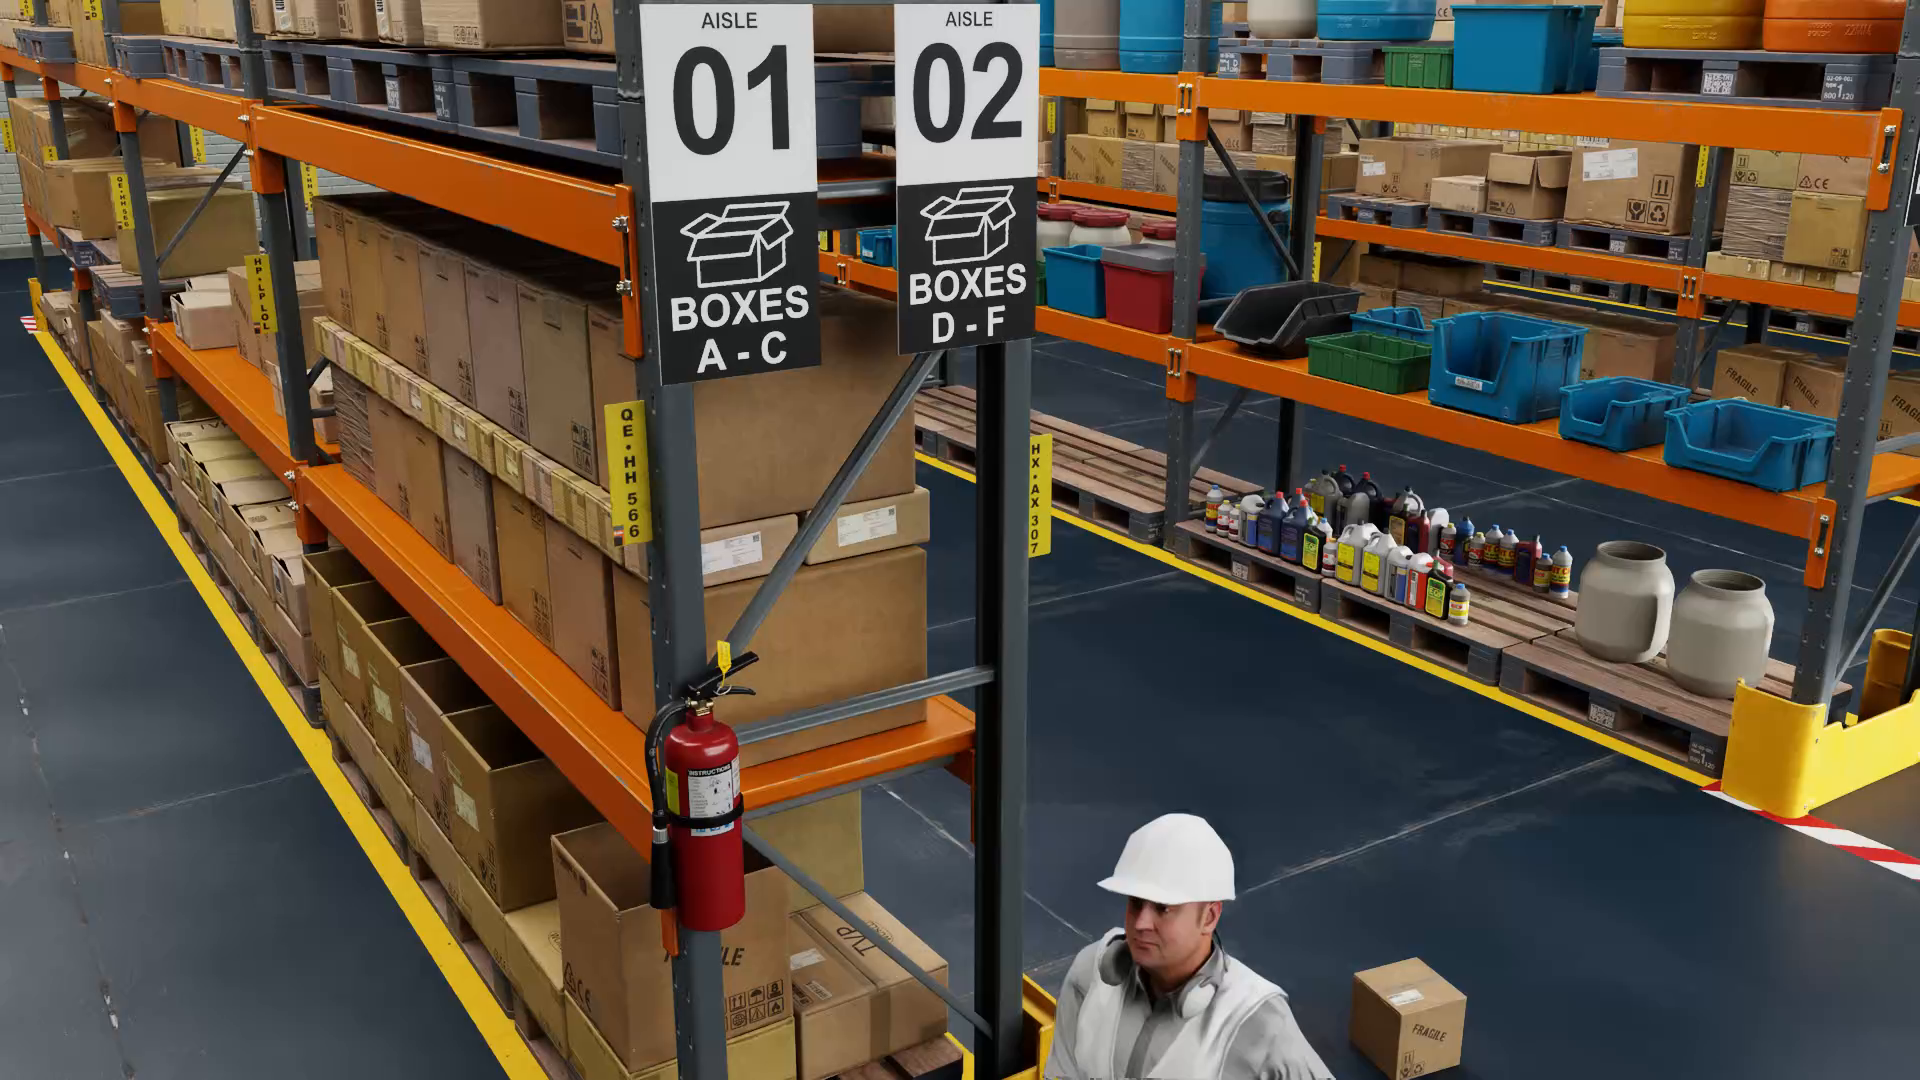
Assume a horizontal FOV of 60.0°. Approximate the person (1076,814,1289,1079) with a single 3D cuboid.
[{"bbox_3d":[0.435,1.350,3.387,1.048,1.712,0.450,-12,22,-33],"label":"person"}]
